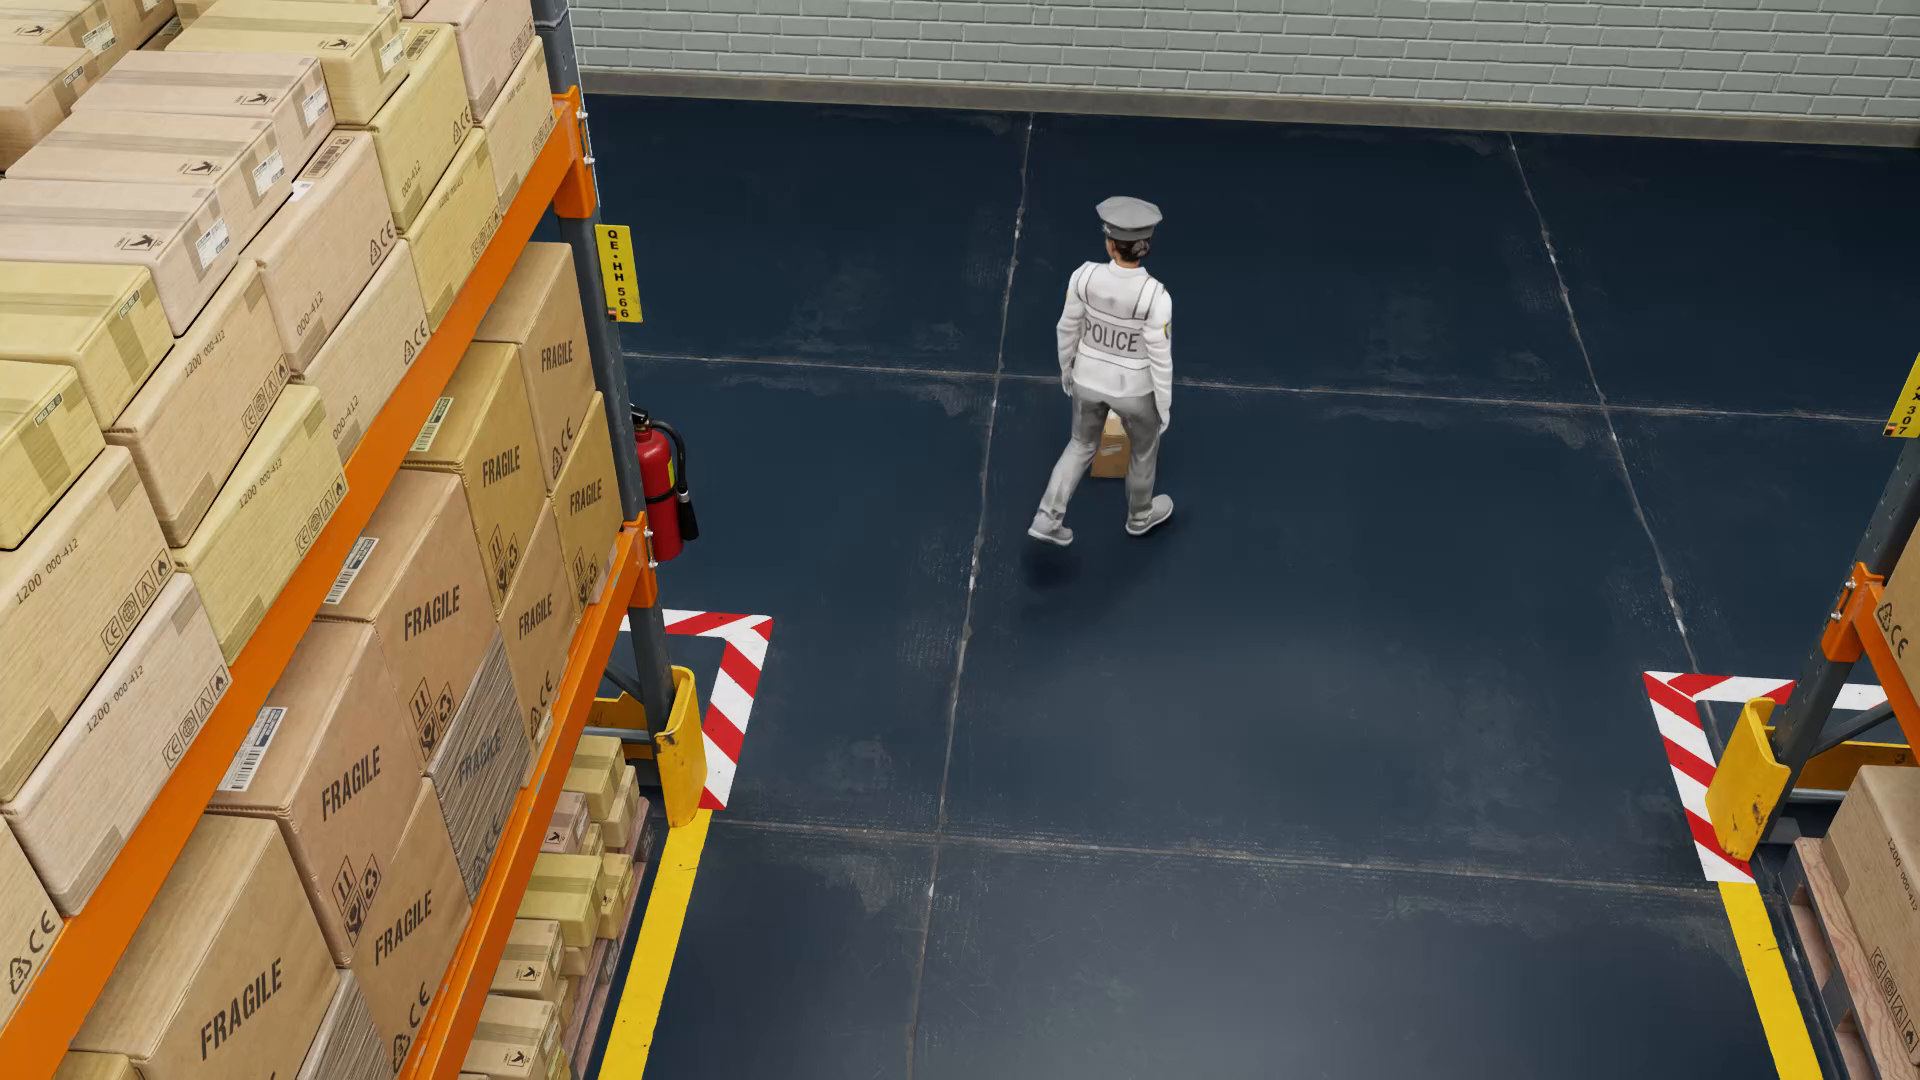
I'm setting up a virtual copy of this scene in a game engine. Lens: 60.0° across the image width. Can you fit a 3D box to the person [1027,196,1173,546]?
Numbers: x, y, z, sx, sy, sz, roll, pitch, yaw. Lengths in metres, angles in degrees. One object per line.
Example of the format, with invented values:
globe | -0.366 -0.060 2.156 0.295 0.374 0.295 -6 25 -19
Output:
person | 0.639 -0.640 6.892 0.522 1.643 0.711 20 44 22
